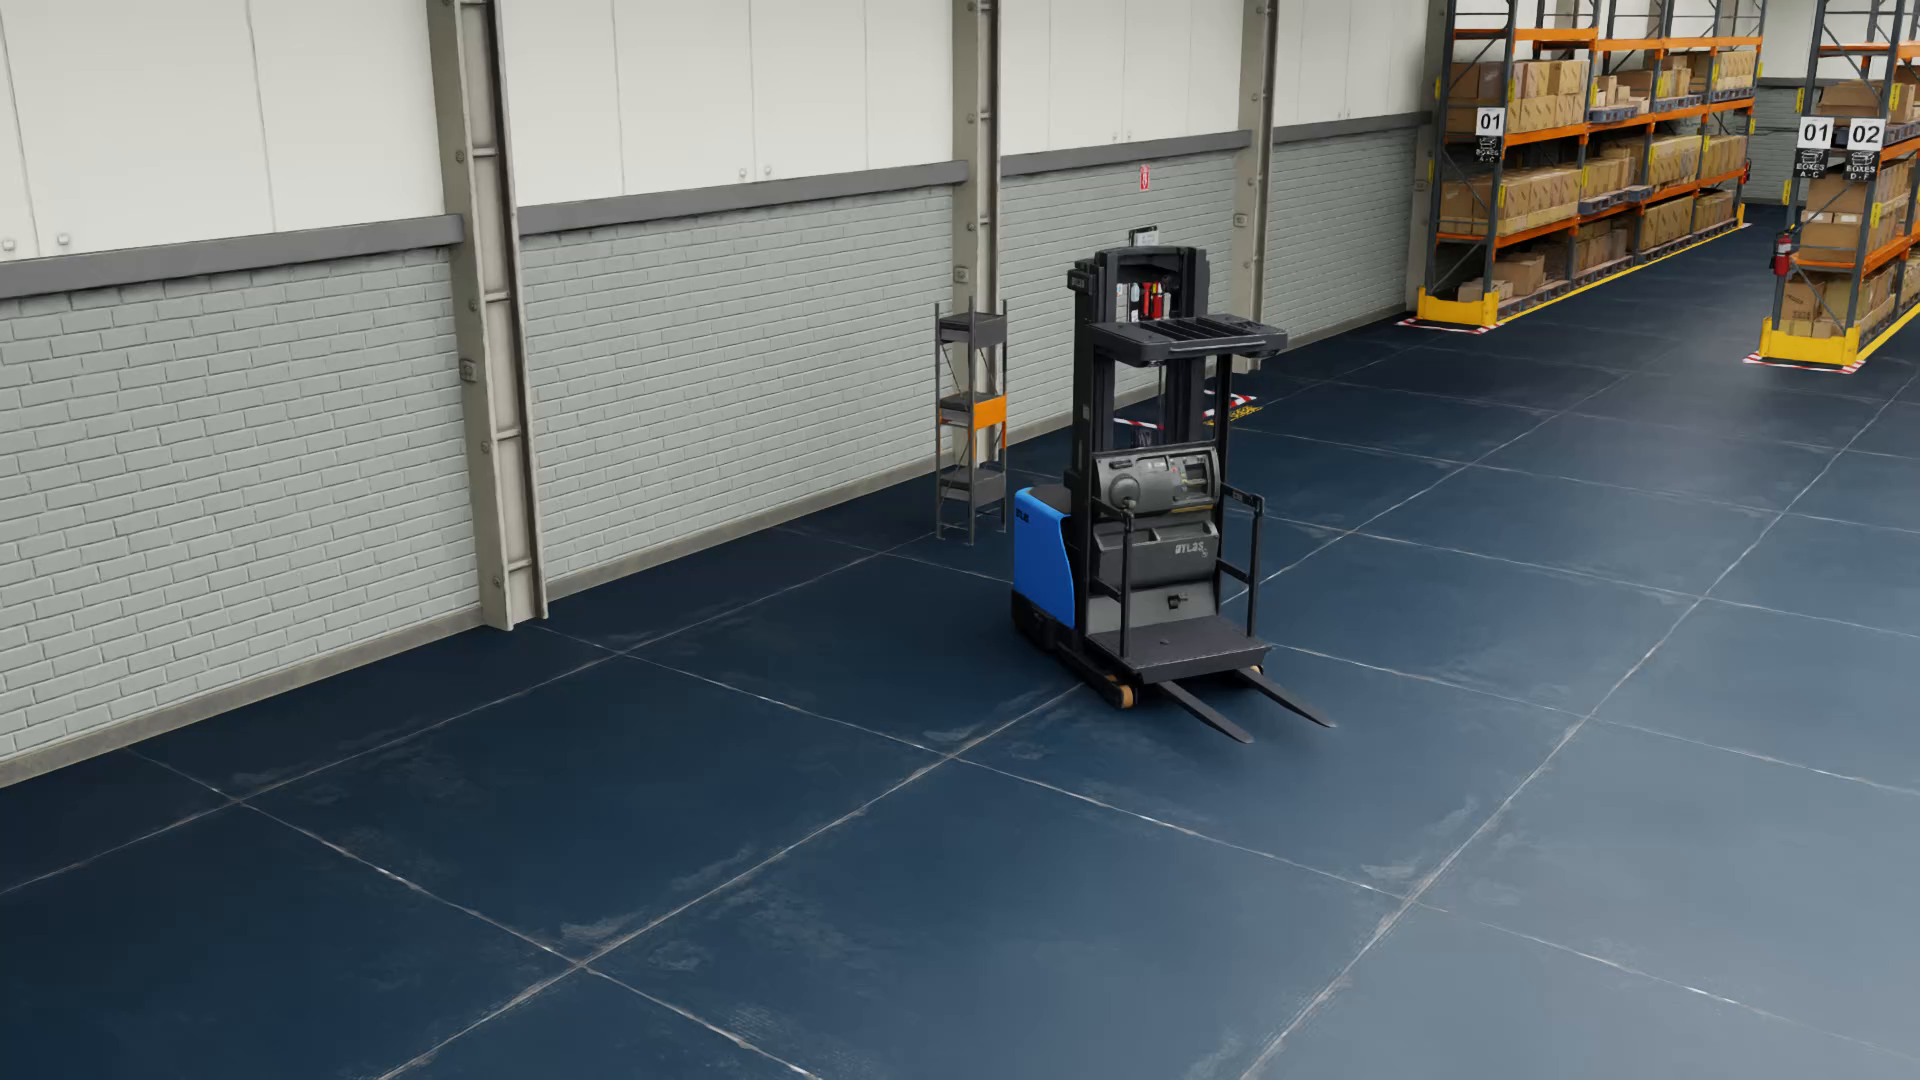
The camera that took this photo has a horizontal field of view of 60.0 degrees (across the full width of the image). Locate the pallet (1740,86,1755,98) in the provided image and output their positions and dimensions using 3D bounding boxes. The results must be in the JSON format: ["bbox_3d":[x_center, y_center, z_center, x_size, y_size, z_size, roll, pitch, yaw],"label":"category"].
[{"bbox_3d":[16.691,-9.808,36.362,1.003,0.211,1.213,12,21,35],"label":"pallet"}]

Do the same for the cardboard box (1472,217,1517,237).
[{"bbox_3d":[8.137,-4.784,25.310,0.500,0.250,0.500,12,21,33],"label":"cardboard box"}]

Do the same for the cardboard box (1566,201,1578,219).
[{"bbox_3d":[9.935,-5.510,27.649,0.500,0.250,0.500,12,21,35],"label":"cardboard box"}]

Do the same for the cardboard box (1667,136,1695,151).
[{"bbox_3d":[14.356,-7.925,33.237,0.500,0.250,0.500,13,21,36],"label":"cardboard box"}]

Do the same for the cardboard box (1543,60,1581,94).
[{"bbox_3d":[9.574,-7.406,26.587,0.500,0.500,0.500,14,22,38],"label":"cardboard box"}]

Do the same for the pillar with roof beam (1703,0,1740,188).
[{"bbox_3d":[21.496,-11.497,36.593,9.100,9.000,0.400,12,21,35],"label":"pillar with roof beam"}]

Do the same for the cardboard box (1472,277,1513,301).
[{"bbox_3d":[8.415,-3.997,26.347,0.500,0.311,0.500,15,22,39],"label":"cardboard box"}]

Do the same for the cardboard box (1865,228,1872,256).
[{"bbox_3d":[12.169,-4.194,23.023,0.700,0.500,0.500,13,22,36],"label":"cardboard box"}]

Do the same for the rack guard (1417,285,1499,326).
[{"bbox_3d":[7.636,-3.610,25.526,1.175,0.500,0.348,12,21,35],"label":"rack guard"}]

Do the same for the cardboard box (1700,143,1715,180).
[{"bbox_3d":[15.077,-7.914,34.663,0.980,0.700,0.700,13,21,36],"label":"cardboard box"}]

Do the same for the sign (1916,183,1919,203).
[{"bbox_3d":[14.401,-5.218,24.894,0.100,0.325,0.005,12,21,35],"label":"sign"}]

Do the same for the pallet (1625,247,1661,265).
[{"bbox_3d":[12.888,-5.534,32.208,1.003,0.211,1.213,12,21,35],"label":"pallet"}]

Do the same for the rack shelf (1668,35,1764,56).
[{"bbox_3d":[15.933,-10.451,35.111,1.077,0.370,4.000,12,21,35],"label":"rack shelf"}]

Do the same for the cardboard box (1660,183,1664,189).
[{"bbox_3d":[13.484,-6.930,32.391,0.380,0.149,0.250,13,21,36],"label":"cardboard box"}]

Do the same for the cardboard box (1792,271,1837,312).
[{"bbox_3d":[12.236,-3.578,23.872,0.500,0.500,0.500,12,21,35],"label":"cardboard box"}]

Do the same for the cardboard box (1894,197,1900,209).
[{"bbox_3d":[13.506,-4.935,24.315,0.380,0.149,0.250,12,21,35],"label":"cardboard box"}]

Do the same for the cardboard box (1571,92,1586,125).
[{"bbox_3d":[9.870,-7.064,27.173,0.500,0.500,0.500,13,22,36],"label":"cardboard box"}]

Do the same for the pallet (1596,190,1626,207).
[{"bbox_3d":[11.211,-6.121,29.720,1.003,0.211,1.213,12,21,35],"label":"pallet"}]

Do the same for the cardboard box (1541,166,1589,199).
[{"bbox_3d":[10.305,-6.112,28.456,0.700,0.500,0.500,12,21,35],"label":"cardboard box"}]

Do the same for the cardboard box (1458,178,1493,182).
[{"bbox_3d":[8.009,-5.350,25.868,0.500,0.500,0.500,13,21,35],"label":"cardboard box"}]

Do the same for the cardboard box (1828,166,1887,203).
[{"bbox_3d":[12.500,-4.947,23.259,0.700,0.500,0.500,13,21,35],"label":"cardboard box"}]

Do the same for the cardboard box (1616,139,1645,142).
[{"bbox_3d":[13.039,-7.647,32.342,0.500,0.250,0.500,12,21,33],"label":"cardboard box"}]

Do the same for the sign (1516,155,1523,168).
[{"bbox_3d":[9.526,-6.389,28.307,0.100,0.325,0.005,12,21,35],"label":"sign"}]

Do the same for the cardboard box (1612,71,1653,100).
[{"bbox_3d":[12.595,-8.505,31.106,0.700,0.500,0.500,11,20,30],"label":"cardboard box"}]

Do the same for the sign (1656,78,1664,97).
[{"bbox_3d":[12.792,-8.274,30.401,0.100,0.325,0.005,12,21,35],"label":"sign"}]

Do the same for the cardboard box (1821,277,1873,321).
[{"bbox_3d":[12.366,-3.365,23.185,0.500,0.500,0.500,12,21,35],"label":"cardboard box"}]

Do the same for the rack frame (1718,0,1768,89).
[{"bbox_3d":[17.124,-11.462,36.479,1.000,3.000,0.127,12,21,35],"label":"rack frame"}]

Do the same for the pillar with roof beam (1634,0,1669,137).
[{"bbox_3d":[17.921,-10.068,31.991,9.100,9.000,0.400,12,21,35],"label":"pillar with roof beam"}]

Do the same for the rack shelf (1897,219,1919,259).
[{"bbox_3d":[15.146,-4.997,26.990,1.077,0.370,4.000,12,21,35],"label":"rack shelf"}]

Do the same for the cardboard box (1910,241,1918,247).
[{"bbox_3d":[16.707,-5.097,29.574,0.500,0.500,0.500,13,22,37],"label":"cardboard box"}]

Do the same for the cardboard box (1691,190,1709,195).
[{"bbox_3d":[16.251,-7.614,36.616,0.380,0.149,0.250,13,21,35],"label":"cardboard box"}]

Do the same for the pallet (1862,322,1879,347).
[{"bbox_3d":[12.721,-3.059,24.237,1.003,0.211,1.213,12,21,35],"label":"pallet"}]

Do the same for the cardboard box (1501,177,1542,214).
[{"bbox_3d":[8.732,-5.380,25.967,0.500,0.500,0.500,12,21,33],"label":"cardboard box"}]

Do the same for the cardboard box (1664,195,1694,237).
[{"bbox_3d":[14.458,-6.640,33.985,0.750,0.750,0.750,13,21,35],"label":"cardboard box"}]

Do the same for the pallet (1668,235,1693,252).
[{"bbox_3d":[14.342,-6.115,34.080,1.003,0.211,1.213,12,21,35],"label":"pallet"}]

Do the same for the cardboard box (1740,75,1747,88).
[{"bbox_3d":[16.592,-9.860,35.757,0.500,0.250,0.500,11,21,33],"label":"cardboard box"}]

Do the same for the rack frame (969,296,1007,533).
[{"bbox_3d":[0.244,-1.100,14.746,0.400,2.100,0.015,12,21,35],"label":"rack frame"}]

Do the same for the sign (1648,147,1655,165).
[{"bbox_3d":[12.799,-7.113,30.772,0.100,0.325,0.005,12,21,35],"label":"sign"}]

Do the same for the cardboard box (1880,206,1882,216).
[{"bbox_3d":[12.592,-4.570,23.141,0.380,0.149,0.250,12,21,33],"label":"cardboard box"}]

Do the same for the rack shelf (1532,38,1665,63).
[{"bbox_3d":[11.166,-8.545,28.975,1.077,0.370,4.000,12,21,35],"label":"rack shelf"}]

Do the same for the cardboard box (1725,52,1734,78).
[{"bbox_3d":[15.692,-9.855,34.475,0.500,0.500,0.500,12,21,34],"label":"cardboard box"}]

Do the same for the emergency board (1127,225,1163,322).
[{"bbox_3d":[2.235,-3.095,19.651,0.194,1.169,0.643,12,21,35],"label":"emergency board"}]

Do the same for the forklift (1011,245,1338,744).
[{"bbox_3d":[1.436,-0.411,11.124,1.130,2.935,3.031,-7,19,-22],"label":"forklift"}]

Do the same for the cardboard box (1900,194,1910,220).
[{"bbox_3d":[14.739,-5.217,26.318,0.500,0.500,0.500,14,22,39],"label":"cardboard box"}]

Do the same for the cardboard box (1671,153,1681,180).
[{"bbox_3d":[13.773,-7.328,32.578,0.500,0.500,0.500,13,22,36],"label":"cardboard box"}]

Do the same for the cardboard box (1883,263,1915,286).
[{"bbox_3d":[14.704,-4.192,26.168,0.500,0.311,0.500,12,21,34],"label":"cardboard box"}]

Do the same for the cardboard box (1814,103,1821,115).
[{"bbox_3d":[12.046,-5.861,22.809,0.500,0.250,0.500,12,21,35],"label":"cardboard box"}]

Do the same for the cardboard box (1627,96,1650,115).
[{"bbox_3d":[12.145,-7.872,30.093,0.500,0.311,0.500,12,21,35],"label":"cardboard box"}]

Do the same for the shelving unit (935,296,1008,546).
[{"bbox_3d":[0.099,-1.042,14.559,0.431,2.100,0.503,12,21,35],"label":"shelving unit"}]

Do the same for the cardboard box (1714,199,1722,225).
[{"bbox_3d":[16.190,-7.180,36.314,0.700,0.500,0.500,12,21,33],"label":"cardboard box"}]

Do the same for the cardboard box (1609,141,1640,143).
[{"bbox_3d":[12.731,-7.525,31.951,0.500,0.250,0.500,12,21,33],"label":"cardboard box"}]

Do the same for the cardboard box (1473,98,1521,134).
[{"bbox_3d":[7.991,-6.311,24.749,0.500,0.500,0.500,13,22,36],"label":"cardboard box"}]

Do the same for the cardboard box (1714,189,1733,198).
[{"bbox_3d":[16.857,-7.666,36.785,0.380,0.149,0.250,12,21,34],"label":"cardboard box"}]

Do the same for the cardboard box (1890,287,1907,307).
[{"bbox_3d":[14.394,-3.804,25.863,0.500,0.250,0.500,12,21,33],"label":"cardboard box"}]

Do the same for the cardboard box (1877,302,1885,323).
[{"bbox_3d":[13.262,-3.363,24.445,0.500,0.250,0.500,12,21,35],"label":"cardboard box"}]

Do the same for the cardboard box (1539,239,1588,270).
[{"bbox_3d":[10.667,-5.065,29.470,0.700,0.500,0.500,12,21,34],"label":"cardboard box"}]

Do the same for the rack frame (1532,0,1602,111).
[{"bbox_3d":[9.974,-8.604,27.275,1.000,3.000,0.127,12,21,35],"label":"rack frame"}]

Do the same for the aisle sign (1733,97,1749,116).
[{"bbox_3d":[17.408,-9.802,36.868,0.394,0.787,0.004,12,21,35],"label":"aisle sign"}]
